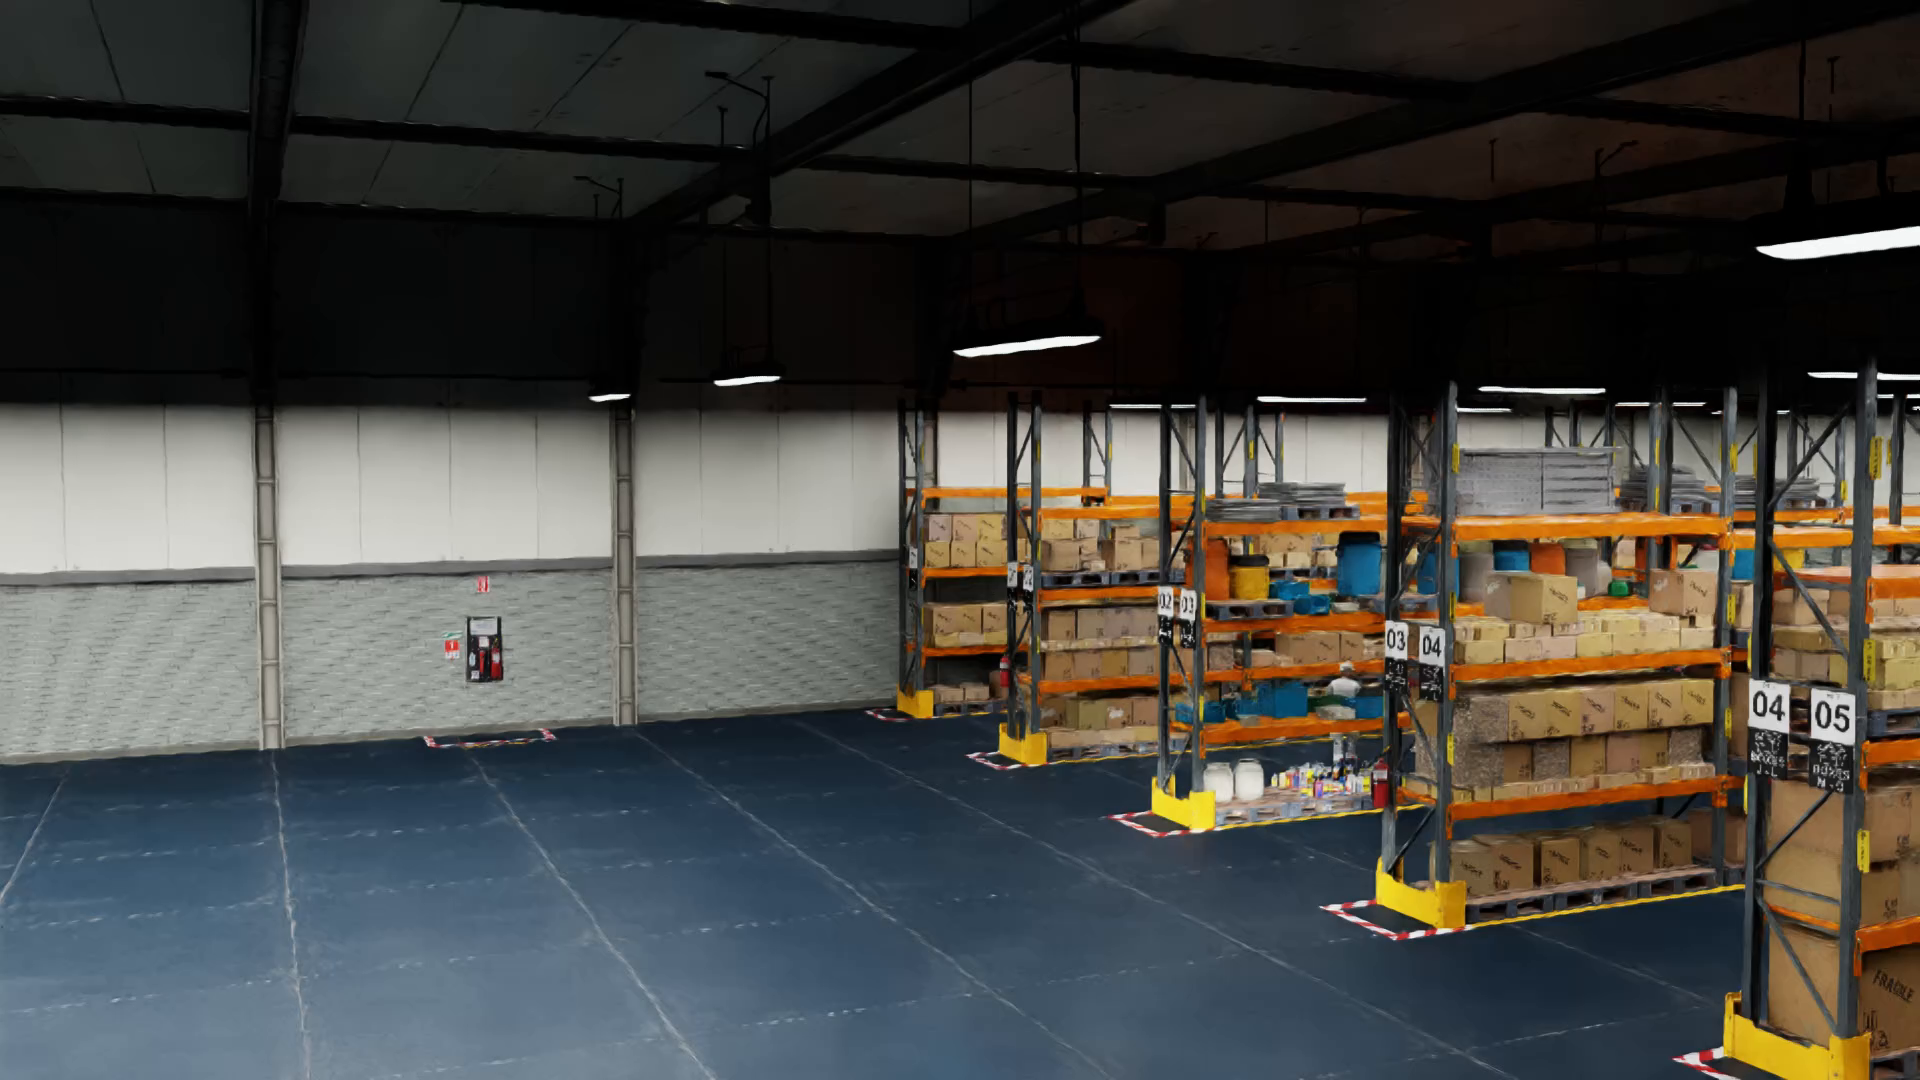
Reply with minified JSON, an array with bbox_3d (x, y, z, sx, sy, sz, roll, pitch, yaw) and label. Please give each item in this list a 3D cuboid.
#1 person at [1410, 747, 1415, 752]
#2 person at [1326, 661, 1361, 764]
[{"bbox_3d":[7.837,2.761,27.774,1.039,1.514,0.409,-2,4,-26],"label":"person"},{"bbox_3d":[5.960,2.753,25.673,0.650,1.786,0.569,0,3,6],"label":"person"}]
